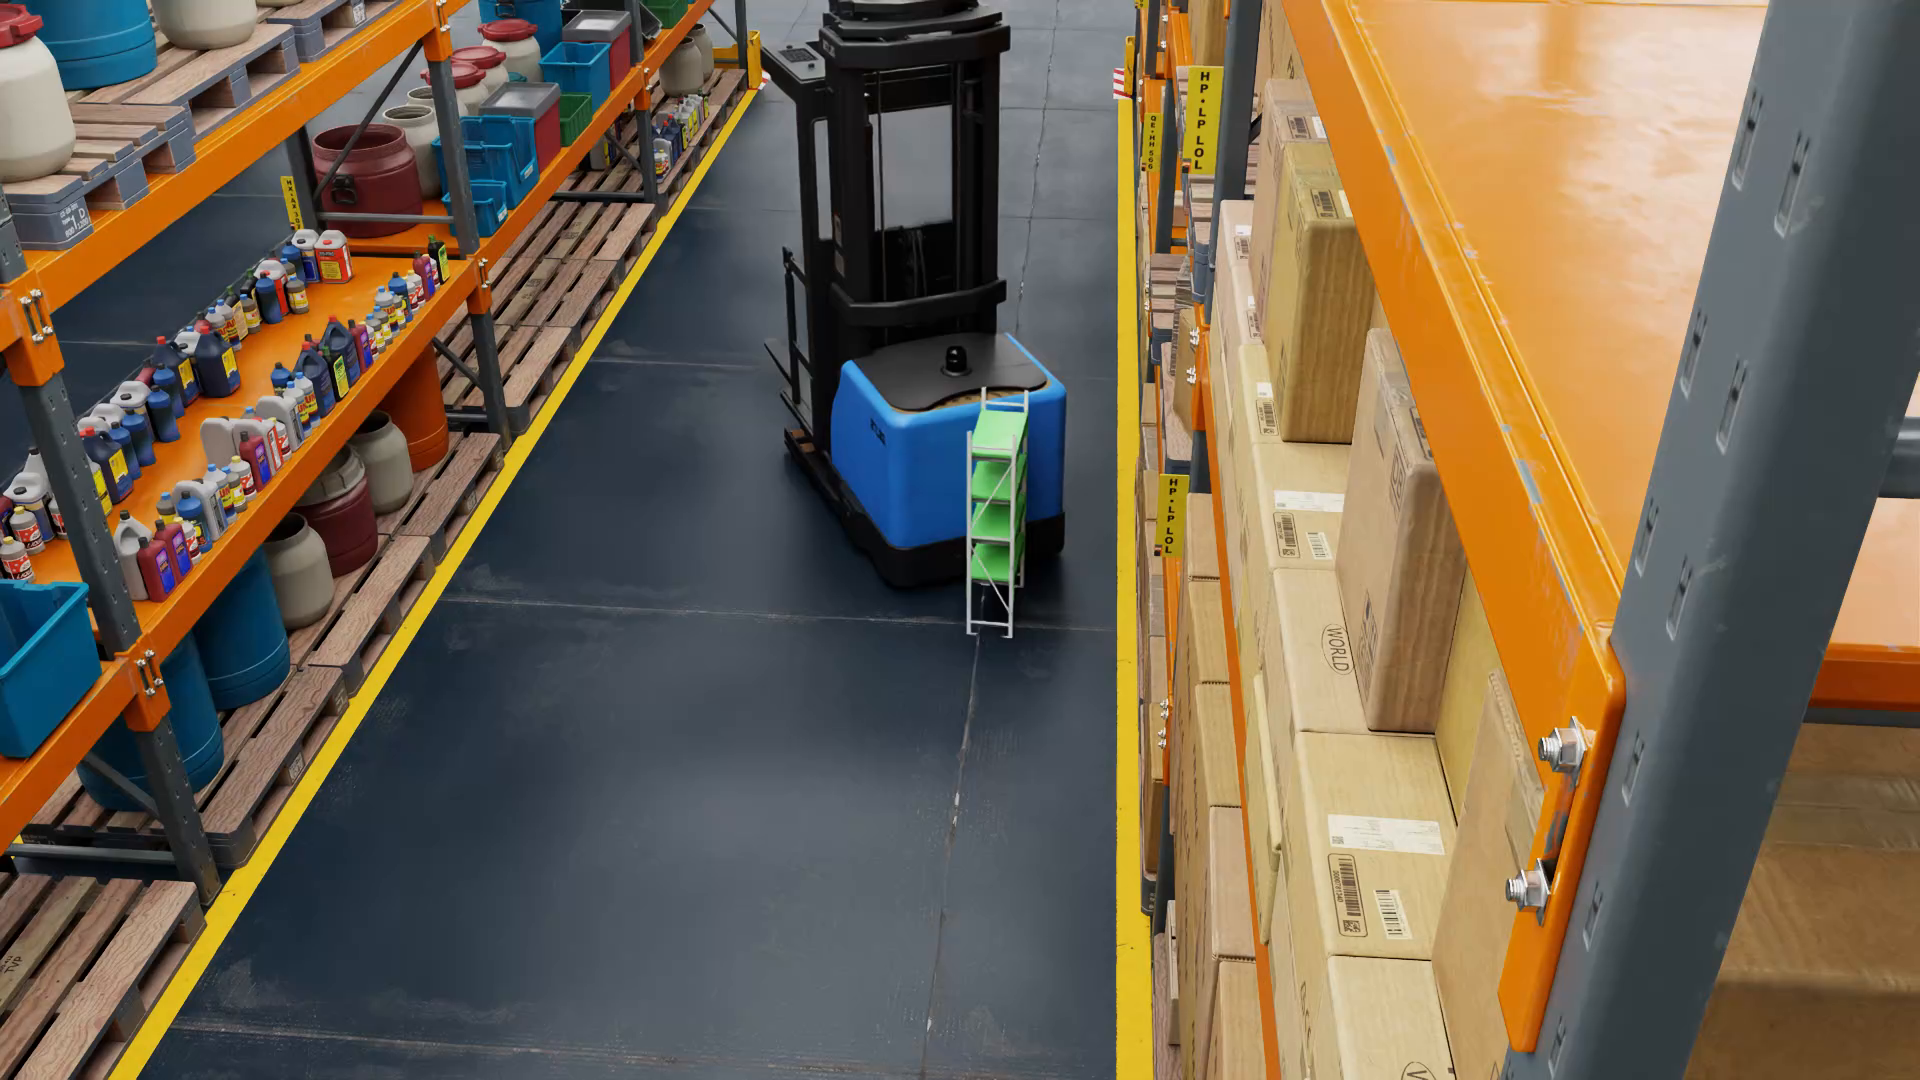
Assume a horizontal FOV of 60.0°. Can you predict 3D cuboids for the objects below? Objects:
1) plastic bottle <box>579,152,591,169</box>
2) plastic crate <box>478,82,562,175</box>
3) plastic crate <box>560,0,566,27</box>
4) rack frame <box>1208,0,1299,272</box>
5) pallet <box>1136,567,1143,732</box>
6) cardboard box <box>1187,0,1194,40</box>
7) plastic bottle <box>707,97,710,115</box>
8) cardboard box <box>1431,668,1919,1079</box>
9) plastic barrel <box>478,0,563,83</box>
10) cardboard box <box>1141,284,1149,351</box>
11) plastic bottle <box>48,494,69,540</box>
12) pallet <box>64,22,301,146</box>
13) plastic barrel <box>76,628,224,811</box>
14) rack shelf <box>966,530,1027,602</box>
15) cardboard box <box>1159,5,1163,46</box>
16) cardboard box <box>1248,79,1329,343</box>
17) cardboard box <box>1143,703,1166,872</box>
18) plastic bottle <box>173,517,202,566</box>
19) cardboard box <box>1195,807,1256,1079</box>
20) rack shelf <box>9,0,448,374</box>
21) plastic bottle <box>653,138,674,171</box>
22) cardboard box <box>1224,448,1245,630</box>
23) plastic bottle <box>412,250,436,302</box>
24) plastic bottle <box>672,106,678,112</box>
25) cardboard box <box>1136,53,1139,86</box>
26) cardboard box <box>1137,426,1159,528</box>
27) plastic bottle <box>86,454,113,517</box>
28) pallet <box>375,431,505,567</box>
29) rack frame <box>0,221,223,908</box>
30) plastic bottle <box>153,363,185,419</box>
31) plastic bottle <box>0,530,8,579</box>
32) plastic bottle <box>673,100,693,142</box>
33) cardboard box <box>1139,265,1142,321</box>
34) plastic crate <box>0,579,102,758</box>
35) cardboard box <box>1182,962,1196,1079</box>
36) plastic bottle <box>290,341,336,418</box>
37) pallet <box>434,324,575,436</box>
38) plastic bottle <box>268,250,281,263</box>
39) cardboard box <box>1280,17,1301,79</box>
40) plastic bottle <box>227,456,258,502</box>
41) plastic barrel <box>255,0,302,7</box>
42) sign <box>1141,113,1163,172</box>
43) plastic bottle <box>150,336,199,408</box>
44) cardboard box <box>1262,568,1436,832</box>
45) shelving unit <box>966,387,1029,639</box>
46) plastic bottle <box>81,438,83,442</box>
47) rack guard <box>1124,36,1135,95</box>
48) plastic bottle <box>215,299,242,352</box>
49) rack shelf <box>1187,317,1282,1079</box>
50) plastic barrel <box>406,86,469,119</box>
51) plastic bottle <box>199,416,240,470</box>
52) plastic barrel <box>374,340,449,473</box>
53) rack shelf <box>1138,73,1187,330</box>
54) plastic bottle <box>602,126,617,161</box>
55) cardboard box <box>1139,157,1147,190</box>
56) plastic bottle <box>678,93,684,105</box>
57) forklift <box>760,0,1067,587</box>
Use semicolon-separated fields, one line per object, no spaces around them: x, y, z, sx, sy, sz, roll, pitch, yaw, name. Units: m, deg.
-3.242;-3.371;14.247;0.144;0.351;0.185;2;32;3;plastic bottle
-2.896;-2.730;11.040;0.402;0.464;0.583;2;32;4;plastic crate
-3.188;-4.490;14.098;0.499;0.251;0.616;2;32;4;plastic crate
1.278;-2.120;4.393;1.000;3.000;0.127;2;32;4;rack frame
1.403;0.555;8.429;1.003;0.211;1.213;2;32;4;pallet
1.602;-2.748;8.175;0.910;0.500;0.500;2;32;4;cardboard box
-2.394;-4.071;15.525;0.097;0.201;0.097;0;32;0;plastic bottle
0.978;0.511;1.934;0.700;0.500;0.500;2;32;4;cardboard box
-3.341;-3.987;12.663;0.600;0.901;0.708;2;32;4;plastic barrel
1.437;-1.461;10.728;0.500;0.311;0.500;2;32;3;cardboard box
-3.793;-0.110;7.039;0.097;0.201;0.097;0;32;0;plastic bottle
-3.603;-1.983;7.210;1.003;0.211;1.213;2;32;4;pallet
-3.597;0.651;7.214;0.600;0.901;0.708;2;32;4;plastic barrel
0.193;0.125;8.762;0.258;0.148;0.480;5;32;8;rack shelf
1.996;-4.300;13.554;0.700;0.500;0.500;2;32;3;cardboard box
1.094;-0.800;4.062;0.700;0.500;0.500;2;32;4;cardboard box
1.033;1.041;6.946;0.500;0.500;0.500;2;32;4;cardboard box
-3.202;0.001;6.859;0.097;0.201;0.097;0;32;0;plastic bottle
0.834;1.009;3.986;0.500;0.500;0.500;3;32;6;cardboard box
-3.496;-1.796;7.412;1.077;0.370;4.000;2;32;4;rack shelf
-2.545;-3.309;14.217;0.152;0.276;0.135;4;32;6;plastic bottle
0.905;-0.013;3.976;0.500;0.250;0.500;2;32;4;cardboard box
-2.959;-1.471;9.169;0.061;0.283;0.133;2;32;4;plastic bottle
-2.579;-3.864;15.188;0.097;0.201;0.097;0;32;0;plastic bottle
1.990;-4.578;16.320;0.500;0.250;0.500;2;32;4;cardboard box
1.245;-0.281;9.090;0.500;0.500;0.500;1;32;2;cardboard box
-3.766;-0.247;7.119;0.144;0.351;0.185;2;32;4;plastic bottle
-3.356;-0.270;9.767;1.003;0.211;1.213;2;32;4;pallet
-3.659;0.221;6.313;1.000;3.000;0.127;2;32;4;rack frame
-3.794;-0.720;7.962;0.097;0.271;0.097;0;32;0;plastic bottle
-3.949;0.053;6.703;0.152;0.276;0.135;2;32;4;plastic bottle
-2.478;-3.748;14.858;0.144;0.351;0.185;2;32;4;plastic bottle
1.525;-1.753;11.736;0.500;0.250;0.500;3;32;5;cardboard box
-3.357;0.460;5.882;0.392;0.384;0.575;2;32;4;plastic crate
0.843;1.442;4.236;0.500;0.500;0.500;2;32;3;cardboard box
-3.114;-0.775;7.976;0.144;0.351;0.185;2;32;4;plastic bottle
-3.231;-1.087;11.094;1.003;0.211;1.213;2;32;4;pallet
-3.763;-1.439;9.117;0.061;0.283;0.133;2;32;4;plastic bottle
1.392;-1.367;5.440;0.600;0.600;0.600;0;32;-1;cardboard box
-3.159;-0.273;7.304;0.097;0.201;0.097;0;32;0;plastic bottle
-3.274;-2.701;7.927;0.301;0.262;0.301;0;32;0;plastic barrel
1.050;-2.172;9.093;0.100;0.325;0.005;2;32;4;sign
-3.820;-0.829;8.064;0.144;0.351;0.185;2;32;4;plastic bottle
0.825;0.297;2.996;0.500;0.250;0.500;2;32;4;cardboard box
0.193;-0.133;8.603;0.258;1.200;0.503;5;32;8;shelving unit
-3.895;-0.350;7.286;0.144;0.351;0.185;2;32;4;plastic bottle
2.257;-4.789;16.825;1.175;0.500;0.348;2;32;4;rack guard
-3.794;-1.112;8.598;0.097;0.271;0.097;0;32;0;plastic bottle
1.115;0.509;3.672;1.077;0.370;4.000;2;32;4;rack shelf
-3.428;-2.686;10.923;0.421;0.512;0.421;0;32;0;plastic barrel
-3.317;-0.443;7.508;0.152;0.276;0.135;2;32;4;plastic bottle
-3.356;-0.869;9.750;0.600;0.830;0.708;2;32;4;plastic barrel
1.766;-2.397;11.247;1.077;0.370;4.000;2;32;4;rack shelf
-3.077;-3.447;14.441;0.152;0.276;0.135;2;32;4;plastic bottle
1.647;-2.791;12.885;0.500;0.311;0.500;3;32;4;cardboard box
-2.548;-3.980;15.299;0.061;0.283;0.133;2;32;4;plastic bottle
-0.446;-1.756;9.586;1.130;2.935;3.031;-12;34;-19;forklift
